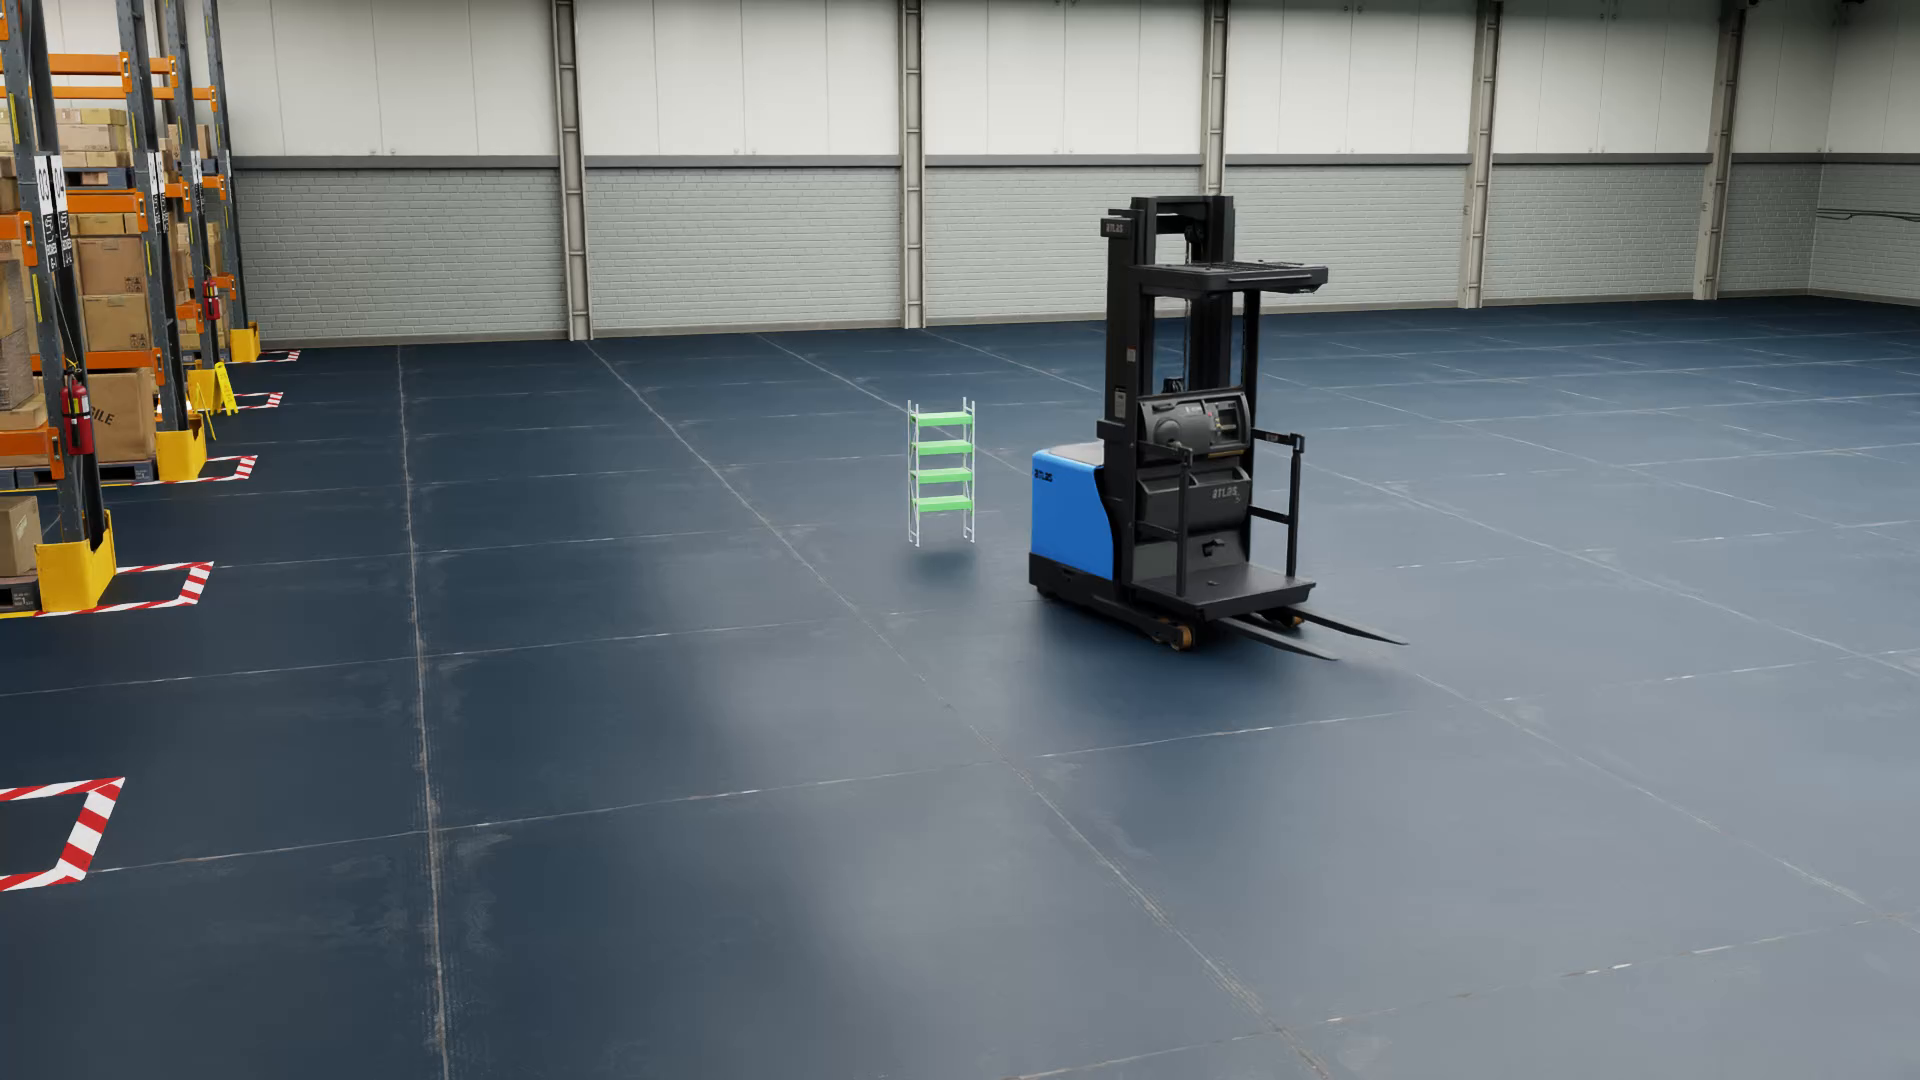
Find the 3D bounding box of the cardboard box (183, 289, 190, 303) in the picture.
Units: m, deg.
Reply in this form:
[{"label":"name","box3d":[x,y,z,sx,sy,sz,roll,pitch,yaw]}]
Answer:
[{"label":"cardboard box","box3d":[-10.092,-3.151,21.449,0.250,0.149,0.380,-4,14,-18]}]

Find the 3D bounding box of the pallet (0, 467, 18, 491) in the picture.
[{"label":"pallet","box3d":[-9.916,-0.652,16.429,1.213,0.211,1.003,-4,14,-18]}]

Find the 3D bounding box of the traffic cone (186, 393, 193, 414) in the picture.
[{"label":"traffic cone","box3d":[-9.024,-1.485,19.387,0.334,0.463,0.336,-4,14,-18]}]

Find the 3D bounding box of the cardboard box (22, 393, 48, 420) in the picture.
[{"label":"cardboard box","box3d":[-6.889,-0.988,12.357,0.250,0.149,0.380,-4,14,-18]}]

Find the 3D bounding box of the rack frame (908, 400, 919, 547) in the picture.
[{"label":"rack frame","box3d":[-0.388,-0.553,13.877,0.015,1.200,0.240,-4,14,-18]}]

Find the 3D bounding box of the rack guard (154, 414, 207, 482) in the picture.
[{"label":"rack guard","box3d":[-8.007,-0.960,17.098,0.348,0.500,1.175,-4,14,-18]}]

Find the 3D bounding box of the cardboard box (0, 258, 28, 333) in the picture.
[{"label":"cardboard box","box3d":[-7.151,-1.778,12.116,0.500,0.500,0.500,-4,14,-18]}]

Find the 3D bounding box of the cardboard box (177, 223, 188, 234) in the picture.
[{"label":"cardboard box","box3d":[-11.787,-4.752,25.378,0.250,0.149,0.380,-4,14,-18]}]

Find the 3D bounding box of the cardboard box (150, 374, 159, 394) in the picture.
[{"label":"cardboard box","box3d":[-10.407,-1.999,21.098,0.500,0.250,0.500,-5,14,-18]}]

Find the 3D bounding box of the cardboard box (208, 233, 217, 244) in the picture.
[{"label":"cardboard box","box3d":[-11.530,-4.618,25.458,0.250,0.149,0.380,-4,14,-17]}]

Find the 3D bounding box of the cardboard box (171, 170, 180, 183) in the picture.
[{"label":"cardboard box","box3d":[-10.122,-4.636,21.213,0.250,0.149,0.380,-4,14,-18]}]

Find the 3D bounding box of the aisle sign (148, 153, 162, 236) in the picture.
[{"label":"aisle sign","box3d":[-7.866,-3.378,16.246,0.004,0.787,0.394,-4,14,-18]}]

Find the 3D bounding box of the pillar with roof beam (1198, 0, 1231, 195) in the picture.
[{"label":"pillar with roof beam","box3d":[6.195,-7.790,27.447,0.400,9.000,9.100,-4,14,-18]}]

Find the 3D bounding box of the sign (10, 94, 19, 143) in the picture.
[{"label":"sign","box3d":[-6.385,-2.846,11.229,0.005,0.325,0.100,-4,14,-18]}]

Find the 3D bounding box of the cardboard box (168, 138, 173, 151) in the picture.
[{"label":"cardboard box","box3d":[-10.106,-4.996,21.002,0.250,0.149,0.380,-5,14,-18]}]

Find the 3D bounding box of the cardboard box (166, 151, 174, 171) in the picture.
[{"label":"cardboard box","box3d":[-10.265,-4.805,21.060,0.500,0.250,0.500,-5,14,-19]}]

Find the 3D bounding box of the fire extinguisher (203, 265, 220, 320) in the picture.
[{"label":"fire extinguisher","box3d":[-9.448,-3.122,20.954,0.183,0.674,0.296,-4,14,-18]}]

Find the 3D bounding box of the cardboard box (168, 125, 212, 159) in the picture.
[{"label":"cardboard box","box3d":[-11.632,-6.016,25.129,0.500,0.500,0.500,-4,14,-16]}]

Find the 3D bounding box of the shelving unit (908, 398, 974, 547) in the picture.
[{"label":"shelving unit","box3d":[-0.157,-0.571,13.953,0.503,1.200,0.258,-4,14,-18]}]

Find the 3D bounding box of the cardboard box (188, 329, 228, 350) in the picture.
[{"label":"cardboard box","box3d":[-11.635,-3.104,25.743,0.500,0.250,0.500,-4,14,-18]}]

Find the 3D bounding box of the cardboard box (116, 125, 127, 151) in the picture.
[{"label":"cardboard box","box3d":[-8.569,-3.979,16.464,0.500,0.250,0.500,-4,14,-18]}]

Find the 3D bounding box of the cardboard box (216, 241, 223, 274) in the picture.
[{"label":"cardboard box","box3d":[-11.849,-4.414,26.001,0.500,0.500,0.500,-4,14,-16]}]

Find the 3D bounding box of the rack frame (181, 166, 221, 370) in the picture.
[{"label":"rack frame","box3d":[-9.704,-3.252,21.335,0.127,3.000,1.000,-4,14,-18]}]

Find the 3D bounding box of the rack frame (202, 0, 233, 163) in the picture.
[{"label":"rack frame","box3d":[-11.290,-7.259,25.216,0.127,3.000,1.000,-4,14,-18]}]

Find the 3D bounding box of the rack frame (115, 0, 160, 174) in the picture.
[{"label":"rack frame","box3d":[-8.029,-5.093,16.107,0.127,3.000,1.000,-4,14,-18]}]

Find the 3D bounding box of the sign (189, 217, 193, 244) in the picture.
[{"label":"sign","box3d":[-9.546,-3.846,20.646,0.005,0.325,0.100,-4,14,-18]}]

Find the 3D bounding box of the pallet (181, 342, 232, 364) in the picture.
[{"label":"pallet","box3d":[-12.002,-2.919,25.957,1.213,0.211,1.003,-4,14,-18]}]

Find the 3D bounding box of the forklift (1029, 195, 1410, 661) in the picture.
[{"label":"forklift","box3d":[1.735,-0.816,11.240,1.130,2.935,3.031,-8,16,-32]}]

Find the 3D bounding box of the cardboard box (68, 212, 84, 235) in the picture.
[{"label":"cardboard box","box3d":[-11.051,-3.751,20.410,0.500,0.500,0.700,-5,14,-19]}]

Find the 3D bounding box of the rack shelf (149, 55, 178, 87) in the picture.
[{"label":"rack shelf","box3d":[-11.599,-5.672,20.103,4.000,0.370,1.077,-4,14,-18]}]

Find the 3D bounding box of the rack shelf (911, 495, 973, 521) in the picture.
[{"label":"rack shelf","box3d":[-0.157,-0.276,14.023,0.480,0.148,0.258,-4,14,-18]}]

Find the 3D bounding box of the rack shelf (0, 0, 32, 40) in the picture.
[{"label":"rack shelf","box3d":[-8.439,-3.498,10.966,4.000,0.370,1.077,-4,14,-18]}]

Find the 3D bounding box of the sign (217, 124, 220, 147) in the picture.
[{"label":"sign","box3d":[-11.131,-6.072,24.965,0.005,0.325,0.100,-4,14,-18]}]

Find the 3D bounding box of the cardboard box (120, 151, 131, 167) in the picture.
[{"label":"cardboard box","box3d":[-8.456,-3.809,16.613,0.250,0.149,0.380,-4,14,-18]}]

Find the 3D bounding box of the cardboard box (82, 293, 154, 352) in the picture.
[{"label":"cardboard box","box3d":[-8.367,-2.210,16.627,0.550,0.550,0.875,-4,14,-18]}]

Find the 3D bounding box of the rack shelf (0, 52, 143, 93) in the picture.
[{"label":"rack shelf","box3d":[-9.925,-4.401,15.616,4.000,0.370,1.077,-4,14,-18]}]

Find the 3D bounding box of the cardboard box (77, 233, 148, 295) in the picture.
[{"label":"cardboard box","box3d":[-8.393,-2.754,16.580,0.550,0.550,0.875,-4,14,-18]}]

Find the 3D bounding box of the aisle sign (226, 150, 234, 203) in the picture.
[{"label":"aisle sign","box3d":[-11.135,-5.546,25.359,0.004,0.787,0.394,-4,14,-18]}]

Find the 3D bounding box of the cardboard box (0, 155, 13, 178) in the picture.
[{"label":"cardboard box","box3d":[-6.707,-2.570,11.447,0.250,0.149,0.380,-4,14,-18]}]

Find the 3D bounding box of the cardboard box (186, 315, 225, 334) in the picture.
[{"label":"cardboard box","box3d":[-11.652,-3.346,25.683,0.500,0.250,0.500,-5,14,-19]}]

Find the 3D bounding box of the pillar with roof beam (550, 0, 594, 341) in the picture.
[{"label":"pillar with roof beam","box3d":[-5.178,-6.904,23.723,0.400,9.000,9.100,-4,14,-18]}]

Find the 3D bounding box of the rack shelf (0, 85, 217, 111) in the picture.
[{"label":"rack shelf","box3d":[-13.186,-6.567,24.725,4.000,0.370,1.077,-4,14,-18]}]

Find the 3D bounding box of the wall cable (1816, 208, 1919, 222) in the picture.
[{"label":"wall cable","box3d":[19.409,-8.037,35.193,0.112,2.526,3.097,-4,14,-18]}]

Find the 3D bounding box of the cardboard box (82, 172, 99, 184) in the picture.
[{"label":"cardboard box","box3d":[-10.702,-4.460,20.472,0.250,0.149,0.380,-4,14,-18]}]

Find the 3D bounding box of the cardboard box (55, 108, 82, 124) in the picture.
[{"label":"cardboard box","box3d":[-8.477,-4.035,15.838,0.250,0.149,0.380,-4,14,-18]}]

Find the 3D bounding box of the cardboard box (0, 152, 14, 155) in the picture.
[{"label":"cardboard box","box3d":[-8.958,-3.609,15.772,0.250,0.149,0.380,-4,14,-18]}]
